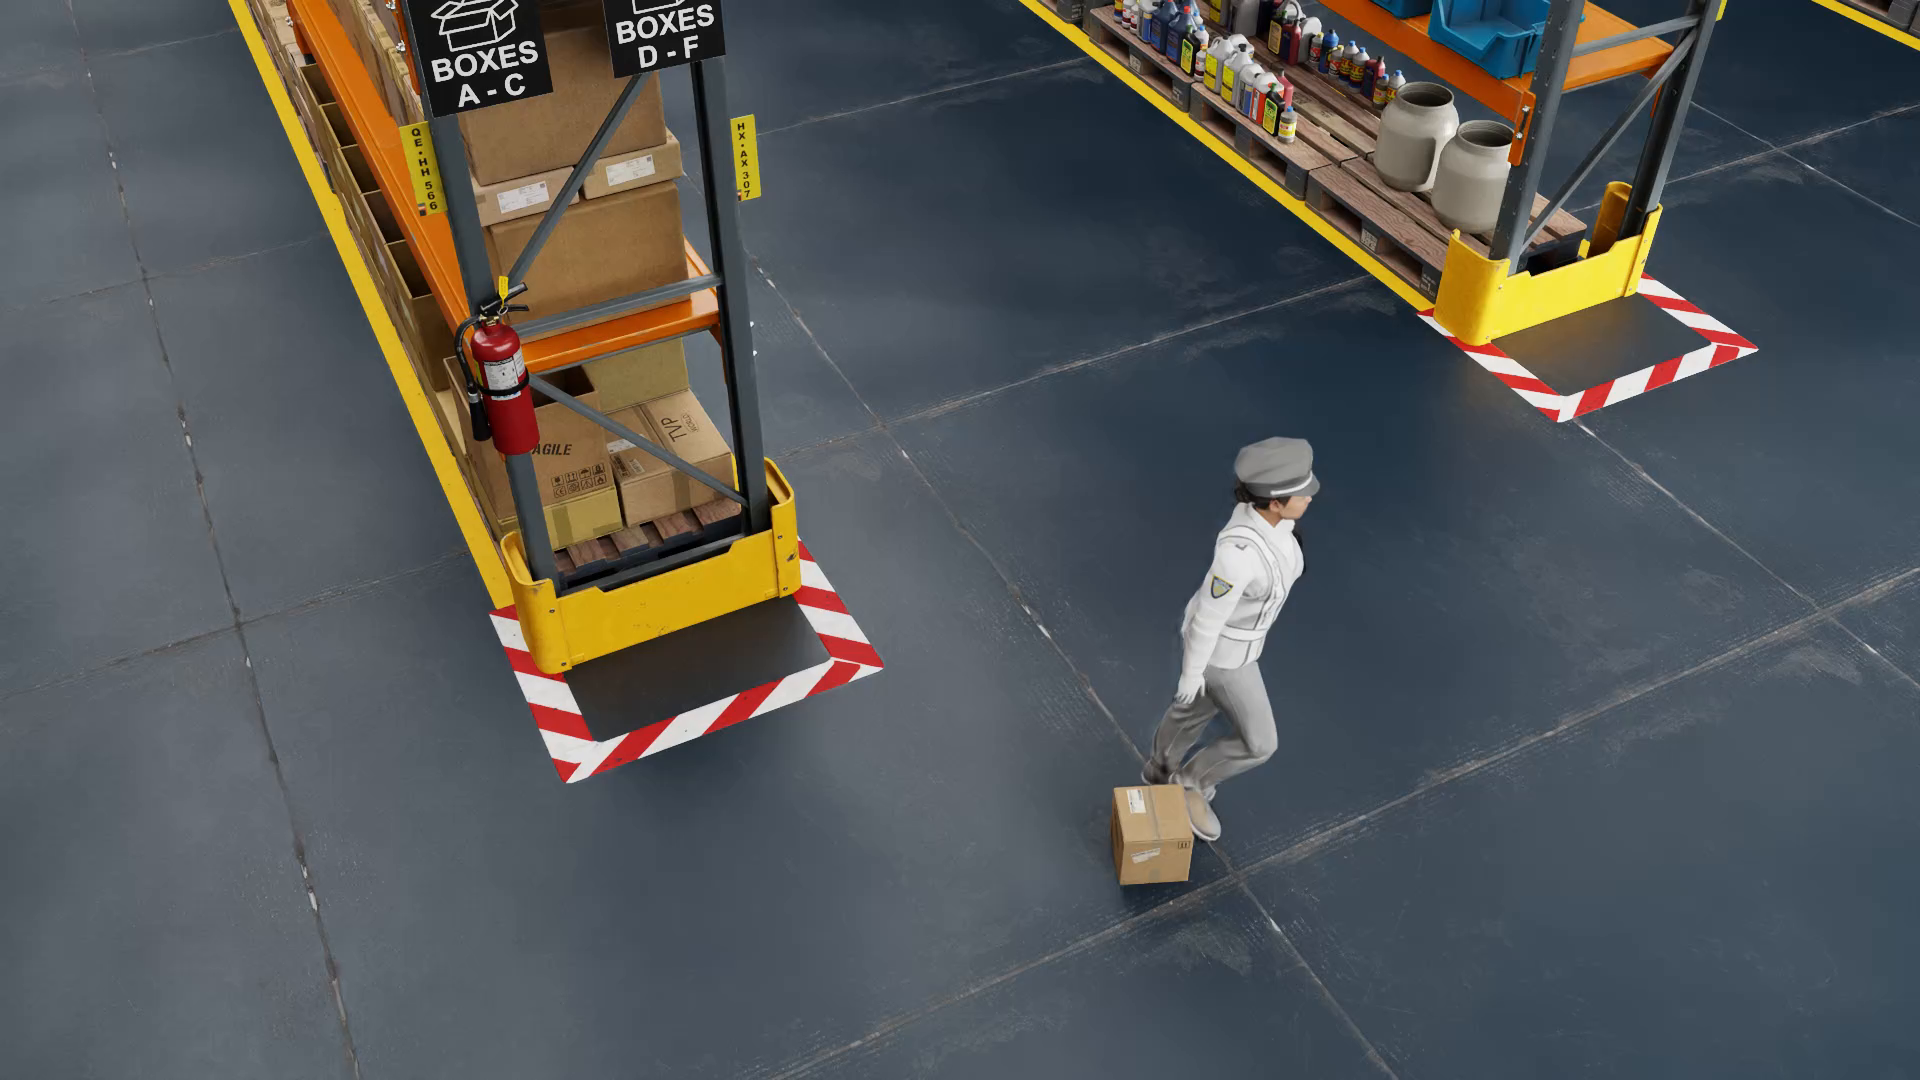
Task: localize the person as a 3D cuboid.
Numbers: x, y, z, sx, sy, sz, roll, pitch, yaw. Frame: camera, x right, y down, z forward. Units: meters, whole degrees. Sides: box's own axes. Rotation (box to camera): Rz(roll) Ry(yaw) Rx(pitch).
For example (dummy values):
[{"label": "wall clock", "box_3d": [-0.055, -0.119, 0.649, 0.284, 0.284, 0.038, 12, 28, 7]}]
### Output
[{"label": "person", "box_3d": [0.928, 0.334, 5.742, 0.483, 1.660, 0.509, 13, 43, 14]}]
